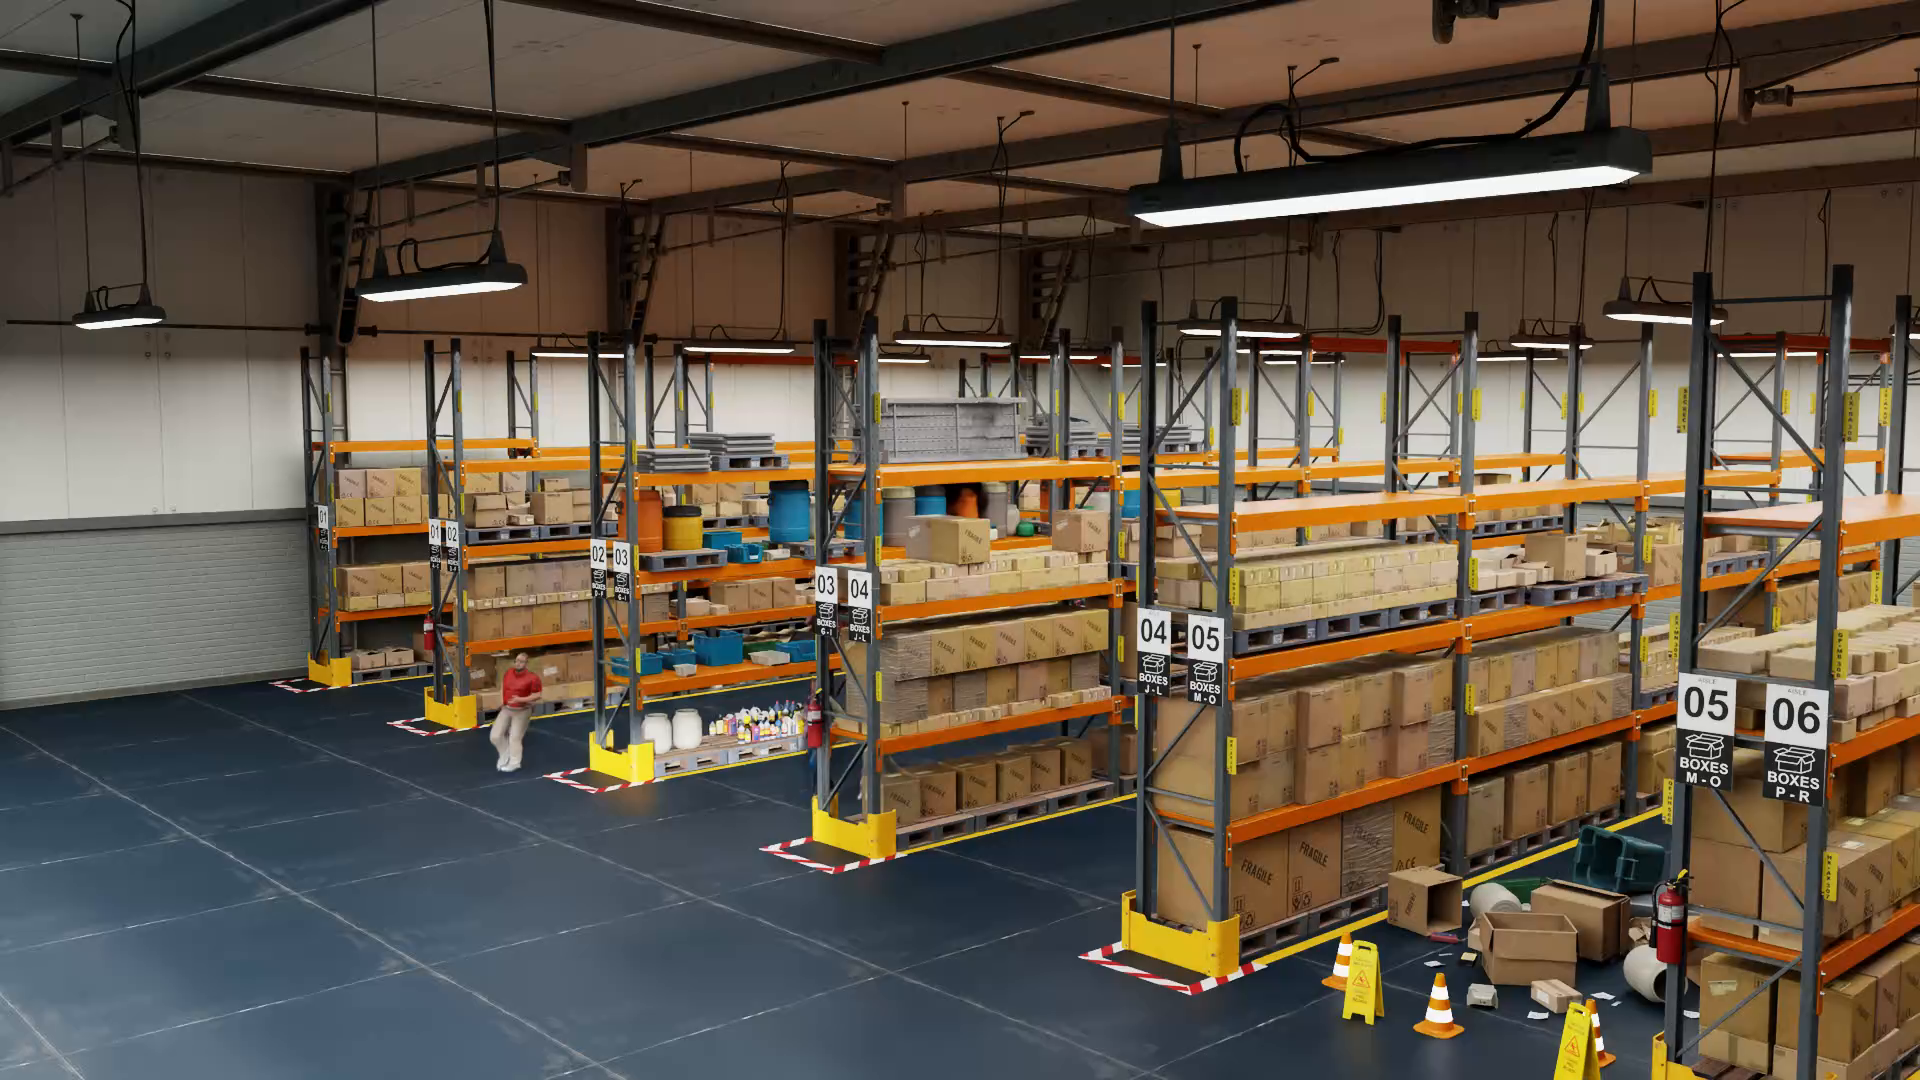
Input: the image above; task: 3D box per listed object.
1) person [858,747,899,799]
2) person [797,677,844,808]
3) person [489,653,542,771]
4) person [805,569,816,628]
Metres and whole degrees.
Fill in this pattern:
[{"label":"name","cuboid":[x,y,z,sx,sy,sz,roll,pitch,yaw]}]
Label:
[{"label":"person","cuboid":[-1.050,2.456,21.498,0.890,1.688,0.573,-5,7,-44]},{"label":"person","cuboid":[-1.790,2.532,20.903,0.514,1.635,0.660,4,6,35]},{"label":"person","cuboid":[-6.033,2.350,22.636,0.729,1.656,0.580,1,5,16]},{"label":"person","cuboid":[-2.810,1.387,33.605,0.777,1.715,0.591,-4,6,-38]}]
